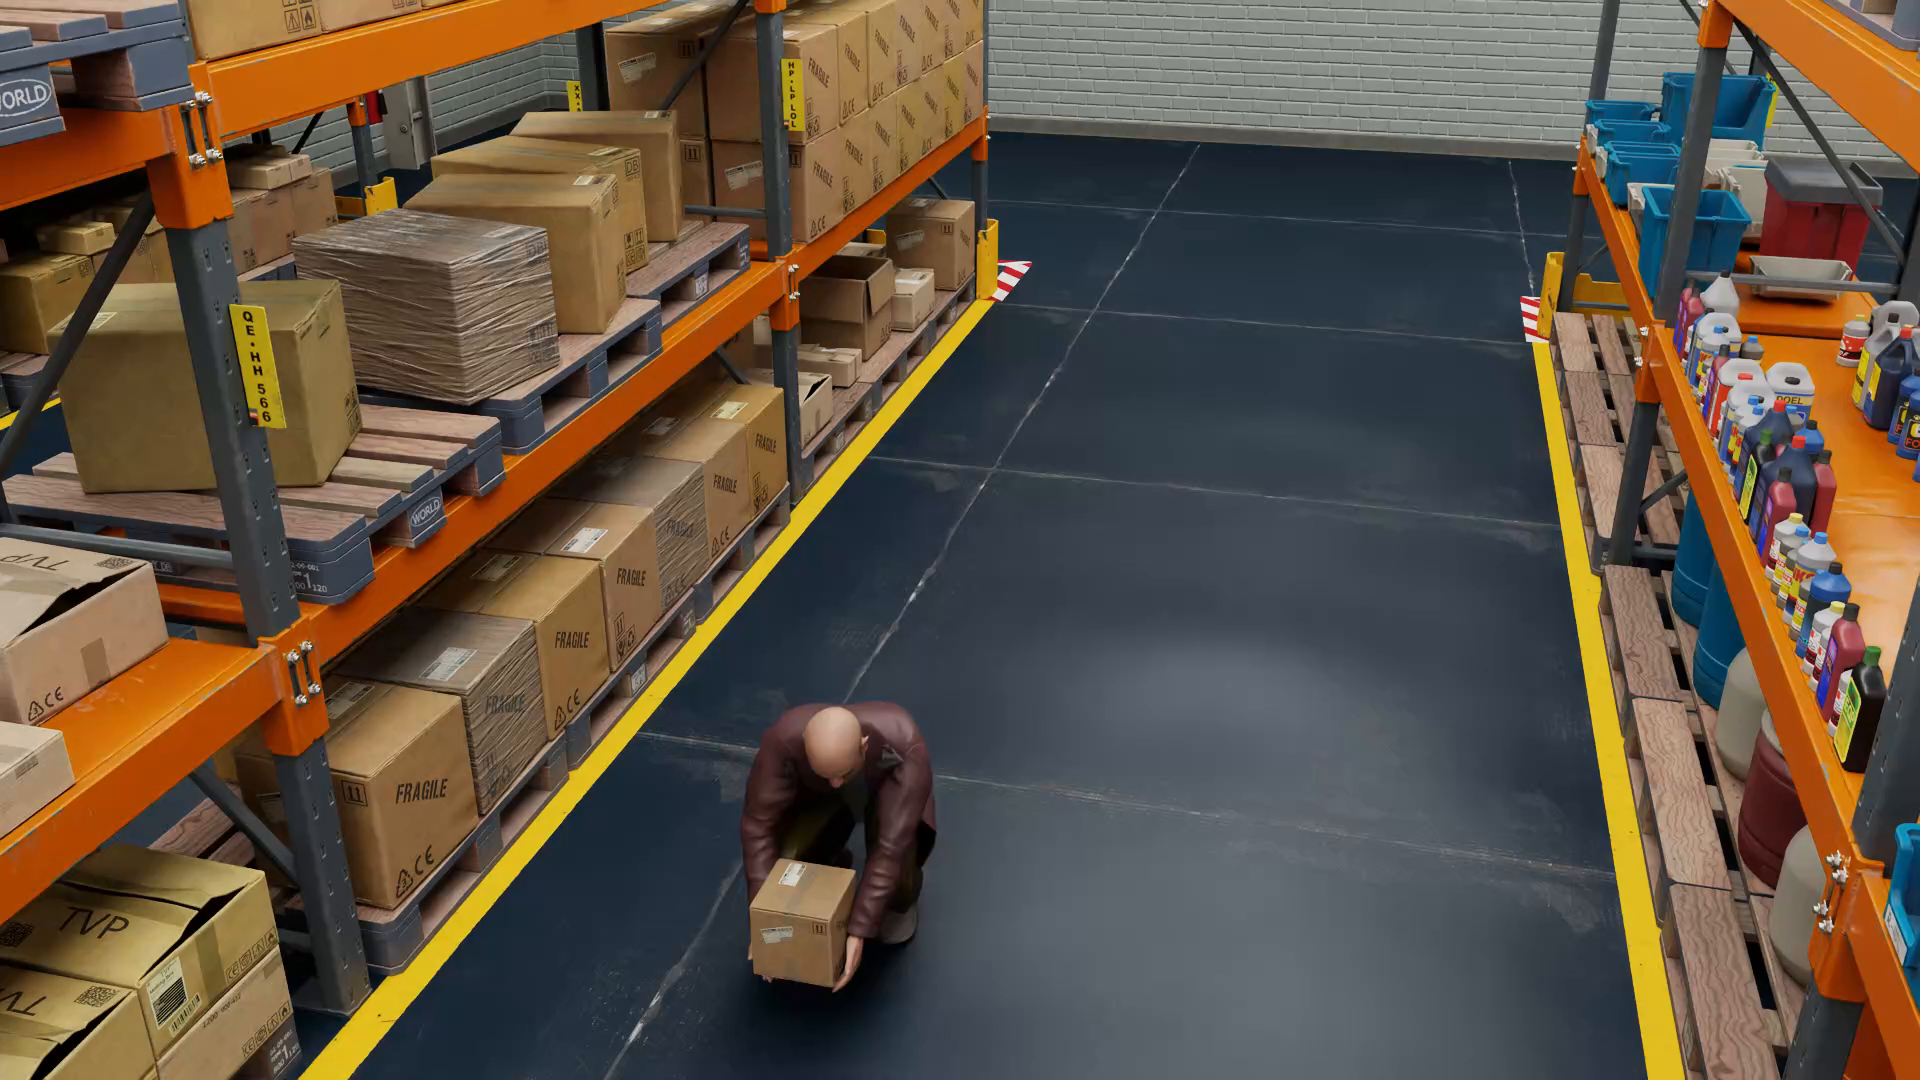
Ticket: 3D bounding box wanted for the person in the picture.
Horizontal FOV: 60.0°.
[{"bbox_3d":[-0.365,0.850,5.233,0.599,0.997,0.901,6,26,13],"label":"person"}]
